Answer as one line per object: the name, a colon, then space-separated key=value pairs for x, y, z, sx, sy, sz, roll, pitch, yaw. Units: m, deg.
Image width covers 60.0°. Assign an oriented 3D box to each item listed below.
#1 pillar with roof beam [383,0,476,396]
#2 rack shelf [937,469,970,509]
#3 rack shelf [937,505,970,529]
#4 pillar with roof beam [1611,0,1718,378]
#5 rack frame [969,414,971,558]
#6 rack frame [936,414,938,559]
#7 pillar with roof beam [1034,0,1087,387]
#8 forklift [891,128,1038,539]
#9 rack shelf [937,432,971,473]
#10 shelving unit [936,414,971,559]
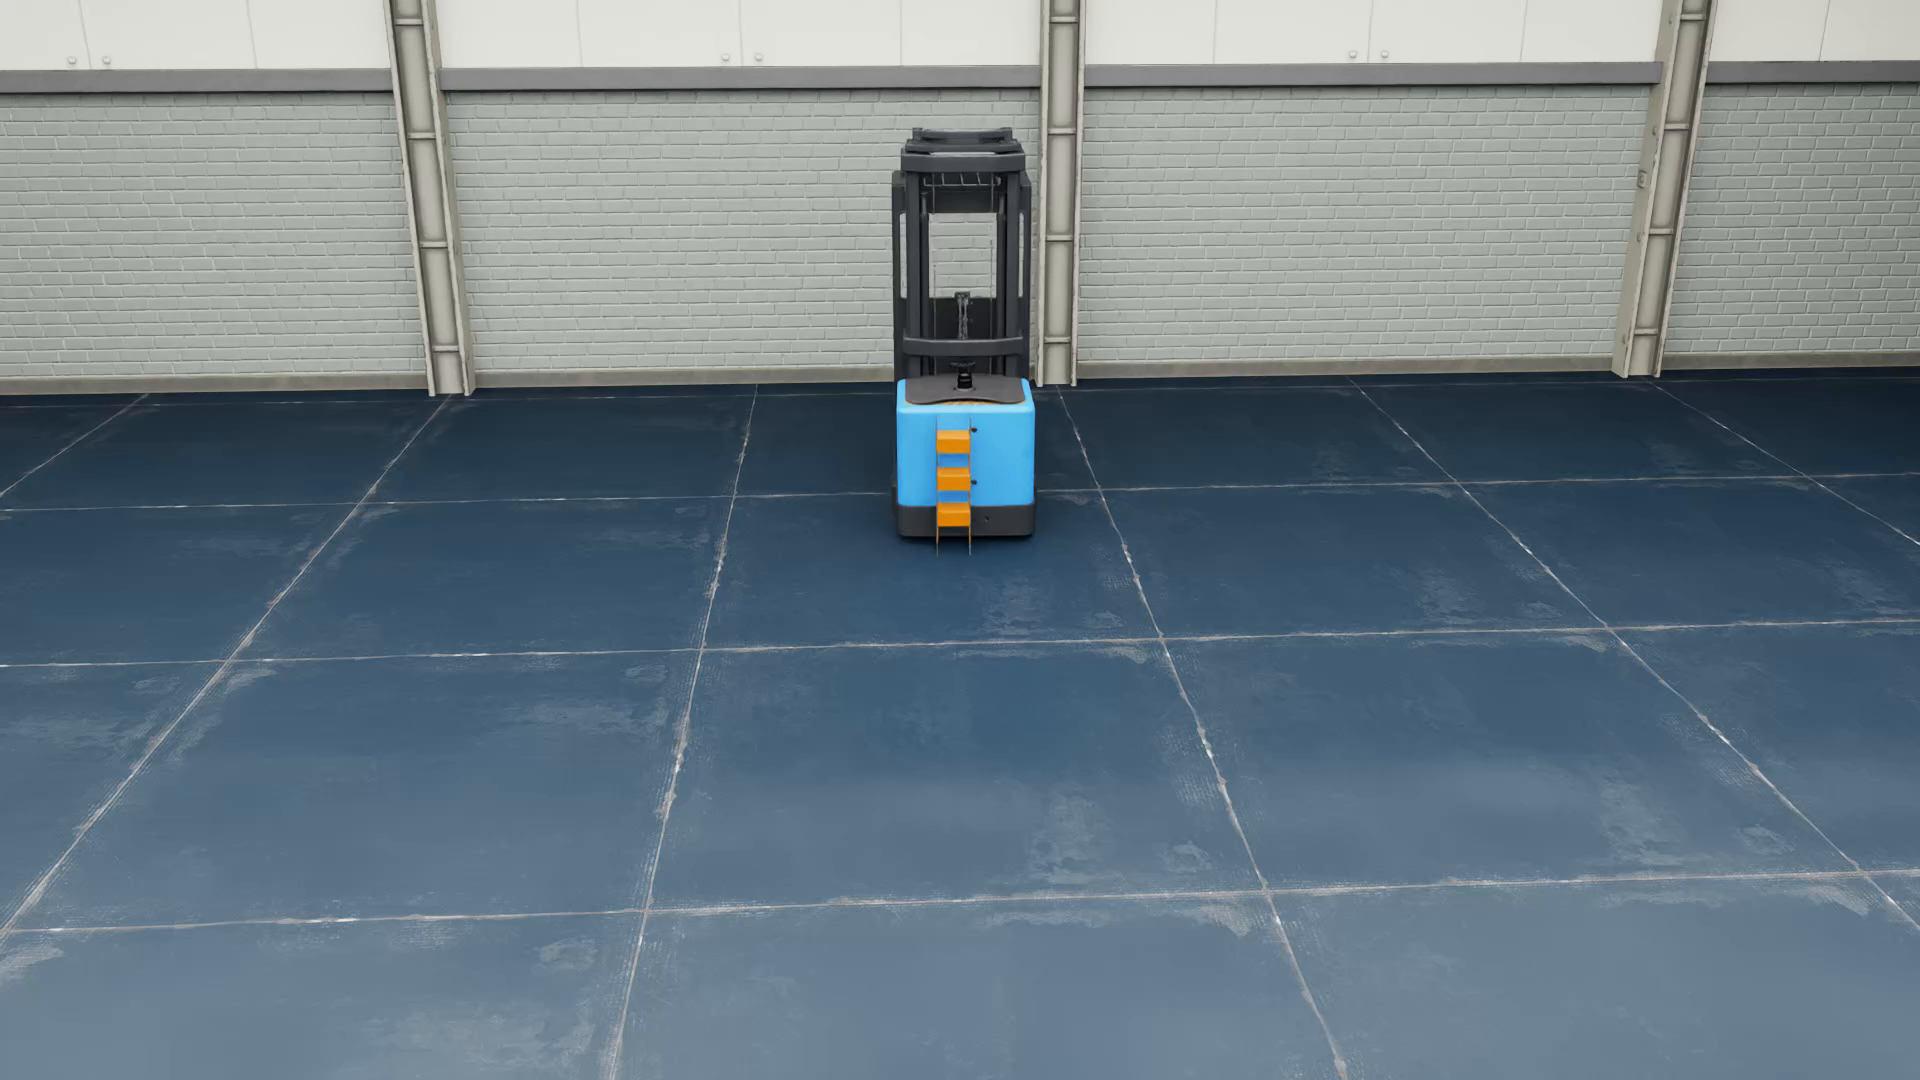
pillar with roof beam: x=-4.782 y=-4.150 z=10.873 sx=0.400 sy=9.000 sz=9.100 roll=-1 pitch=21 yaw=-3
rack shelf: x=-0.047 y=-0.380 z=12.172 sx=0.240 sy=0.259 sz=0.215 roll=-1 pitch=21 yaw=-2
rack shelf: x=-0.047 y=-0.120 z=12.271 sx=0.240 sy=0.259 sz=0.215 roll=-1 pitch=21 yaw=-2
pillar with roof beam: x=7.198 y=-4.393 z=11.513 sx=0.400 sy=9.000 sz=9.100 roll=-1 pitch=21 yaw=-3
rack frame: x=0.075 y=-0.391 z=12.171 sx=0.008 sy=1.050 sz=0.200 roll=-1 pitch=21 yaw=-2
rack frame: x=-0.169 y=-0.388 z=12.165 sx=0.008 sy=1.050 sz=0.200 roll=-1 pitch=21 yaw=-2
pillar with roof beam: x=1.208 y=-4.271 z=11.193 sx=0.400 sy=9.000 sz=9.100 roll=-1 pitch=21 yaw=-3
forklift: x=0.006 y=-1.852 z=13.367 sx=1.130 sy=2.935 sz=3.031 roll=-1 pitch=21 yaw=-2
rack shelf: x=-0.047 y=-0.645 z=12.071 sx=0.240 sy=0.259 sz=0.215 roll=-1 pitch=21 yaw=-2
shelving unit: x=-0.047 y=-0.389 z=12.168 sx=0.252 sy=1.050 sz=0.215 roll=-1 pitch=21 yaw=-2
